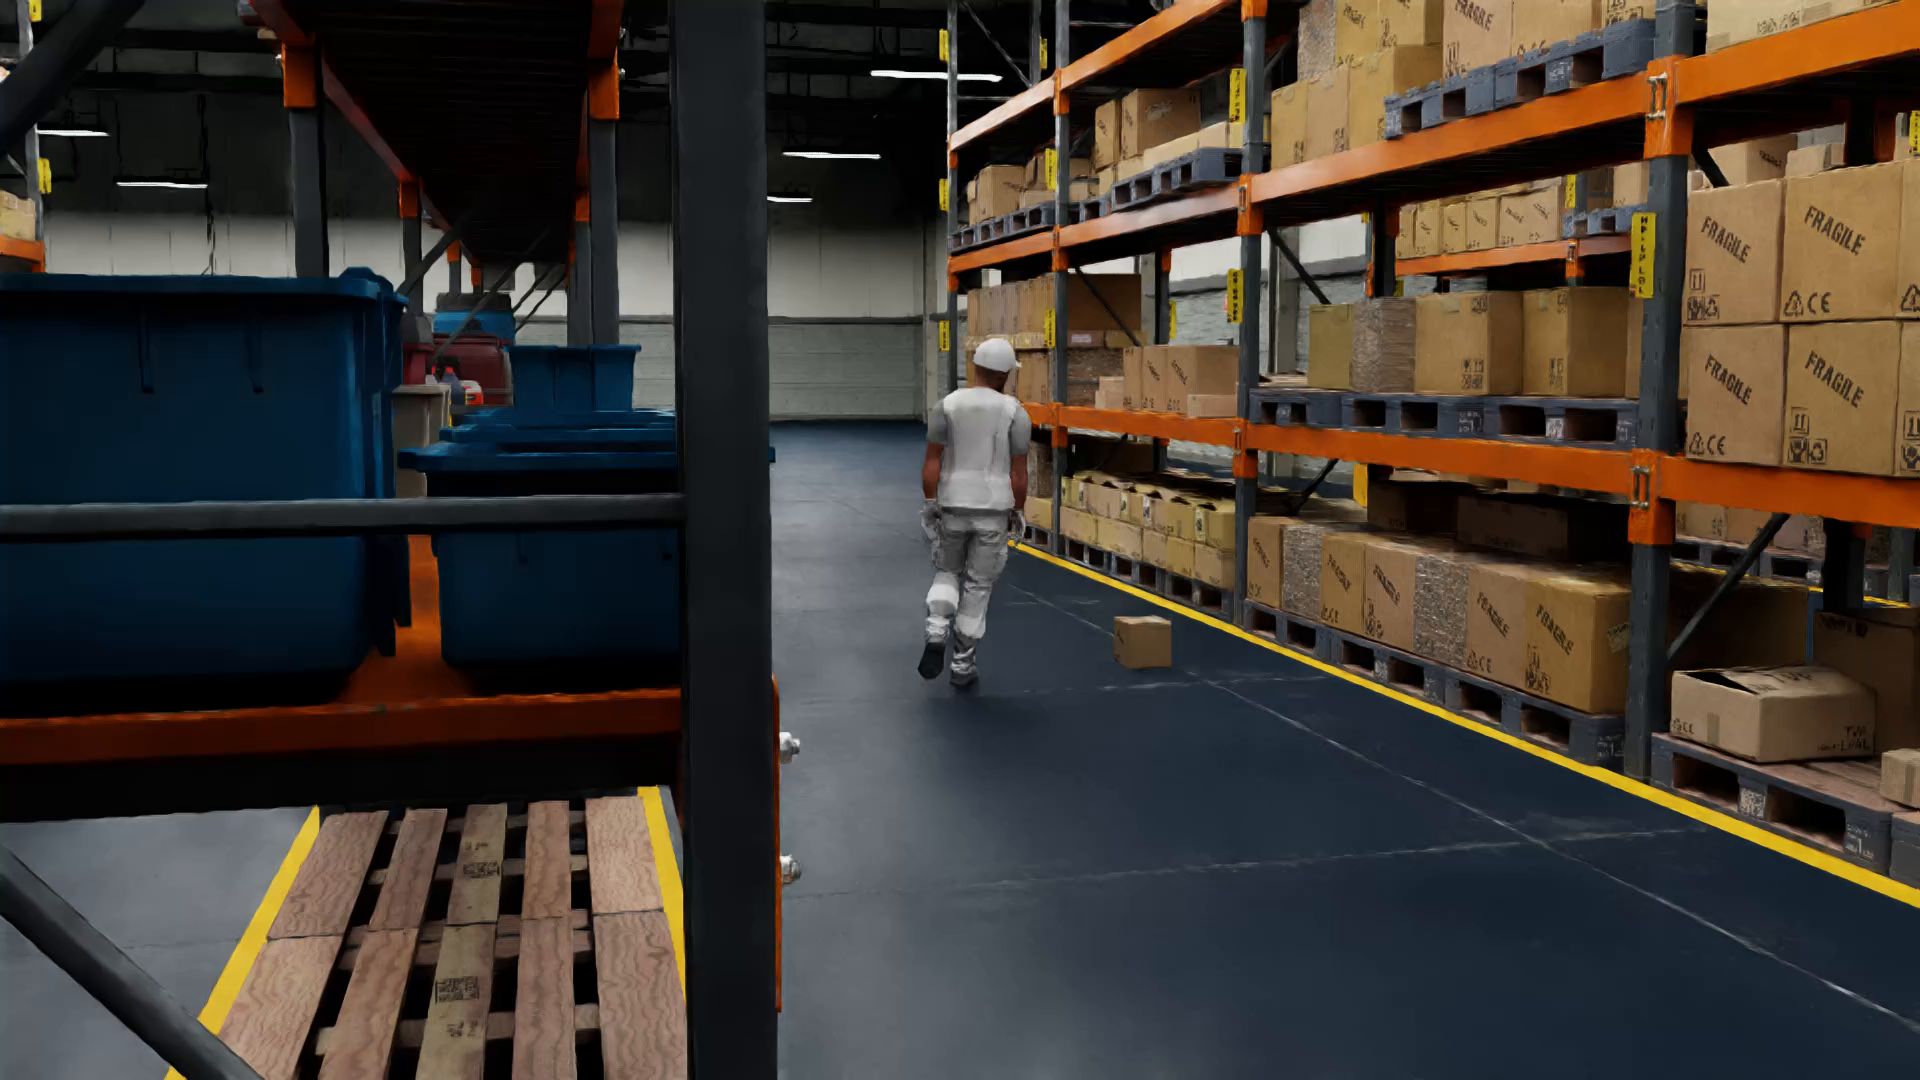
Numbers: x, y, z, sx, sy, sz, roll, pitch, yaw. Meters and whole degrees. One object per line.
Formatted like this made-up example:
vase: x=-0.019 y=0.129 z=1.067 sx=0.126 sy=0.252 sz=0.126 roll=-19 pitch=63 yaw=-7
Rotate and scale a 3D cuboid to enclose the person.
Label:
person: x=0.088 y=-0.137 z=8.456 sx=0.565 sy=1.768 sz=0.501 roll=2 pitch=6 yaw=14
